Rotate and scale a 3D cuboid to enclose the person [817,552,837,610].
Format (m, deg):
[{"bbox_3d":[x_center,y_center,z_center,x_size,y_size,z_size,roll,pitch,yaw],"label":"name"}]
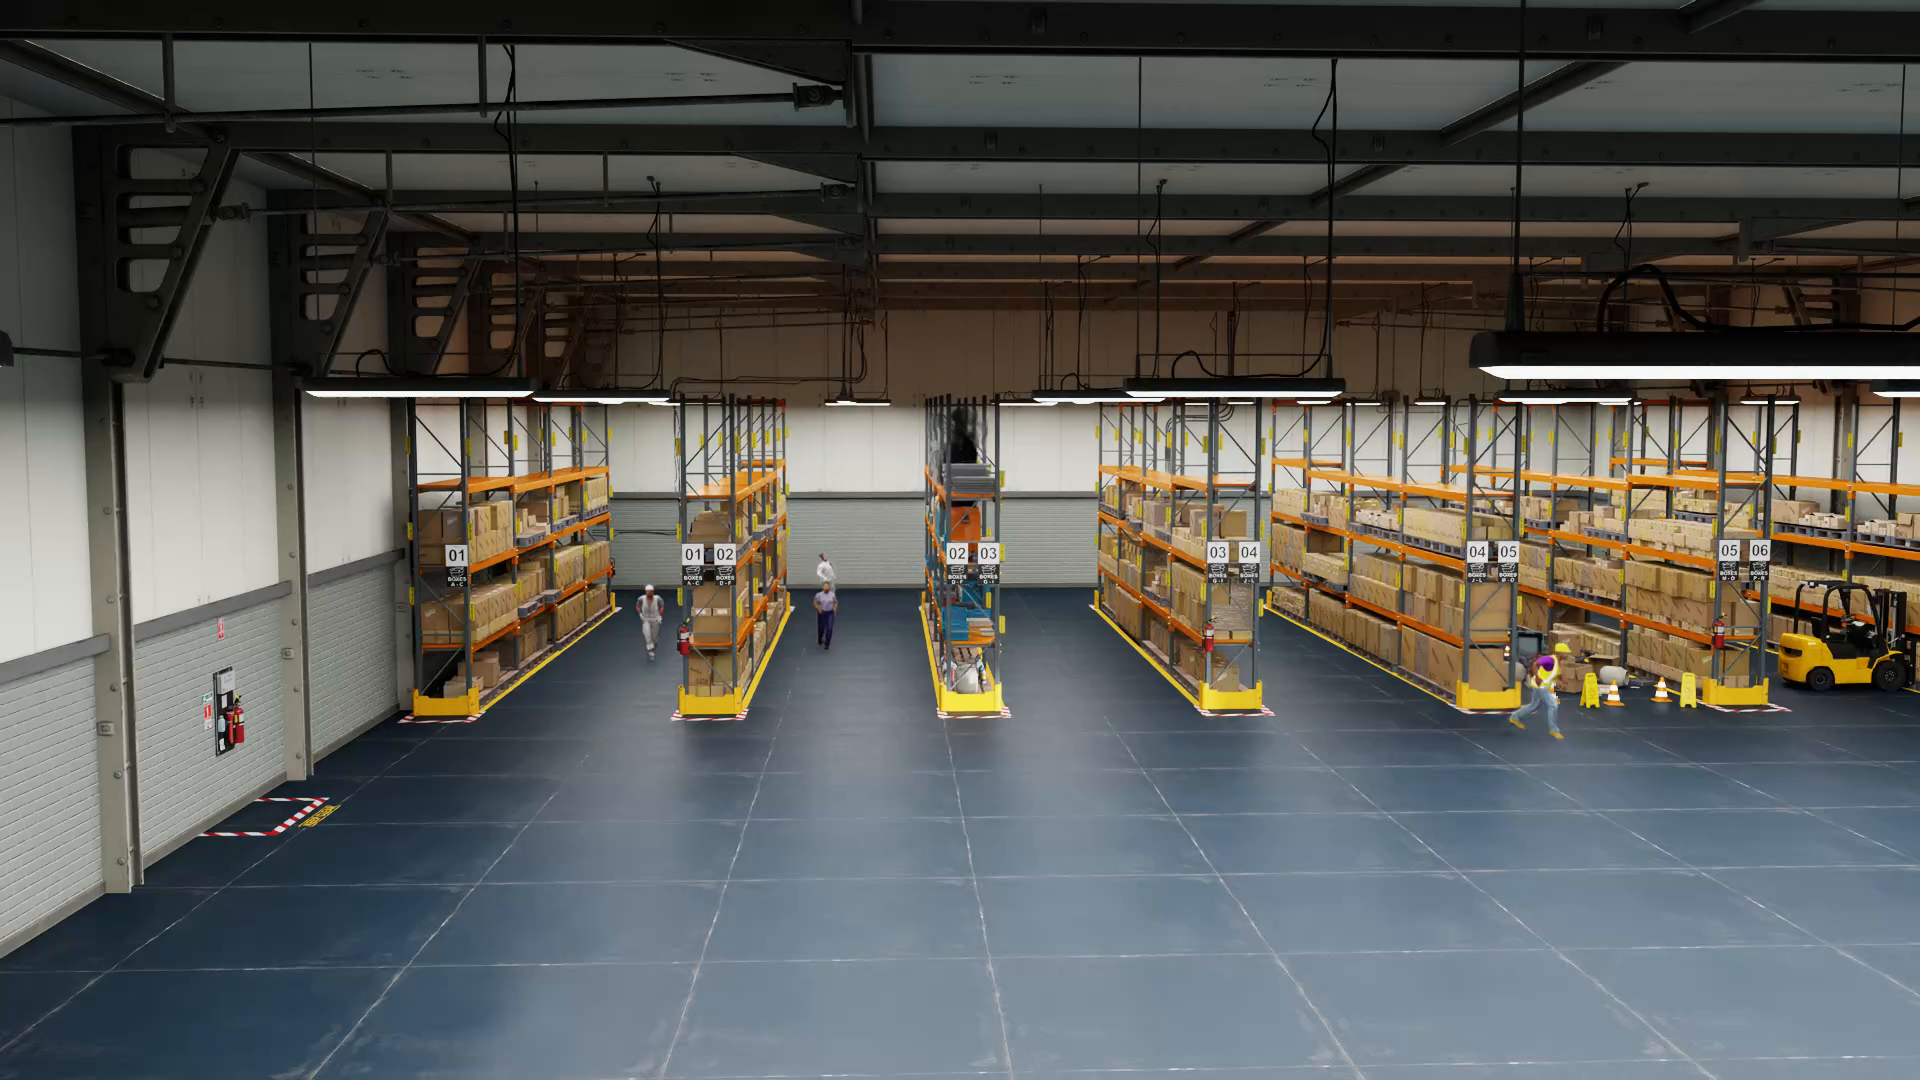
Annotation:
[{"bbox_3d":[-3.855,1.162,47.483,0.612,1.662,0.635,4,6,38],"label":"person"}]

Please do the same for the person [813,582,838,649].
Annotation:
[{"bbox_3d":[-3.195,1.792,39.659,0.595,1.601,0.561,-1,5,-13],"label":"person"}]

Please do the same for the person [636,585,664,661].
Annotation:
[{"bbox_3d":[-7.094,1.860,38.141,0.632,1.731,0.896,0,5,-4],"label":"person"}]

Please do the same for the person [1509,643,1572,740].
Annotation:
[{"bbox_3d":[10.102,2.619,28.991,1.060,1.716,0.746,4,6,40],"label":"person"}]
